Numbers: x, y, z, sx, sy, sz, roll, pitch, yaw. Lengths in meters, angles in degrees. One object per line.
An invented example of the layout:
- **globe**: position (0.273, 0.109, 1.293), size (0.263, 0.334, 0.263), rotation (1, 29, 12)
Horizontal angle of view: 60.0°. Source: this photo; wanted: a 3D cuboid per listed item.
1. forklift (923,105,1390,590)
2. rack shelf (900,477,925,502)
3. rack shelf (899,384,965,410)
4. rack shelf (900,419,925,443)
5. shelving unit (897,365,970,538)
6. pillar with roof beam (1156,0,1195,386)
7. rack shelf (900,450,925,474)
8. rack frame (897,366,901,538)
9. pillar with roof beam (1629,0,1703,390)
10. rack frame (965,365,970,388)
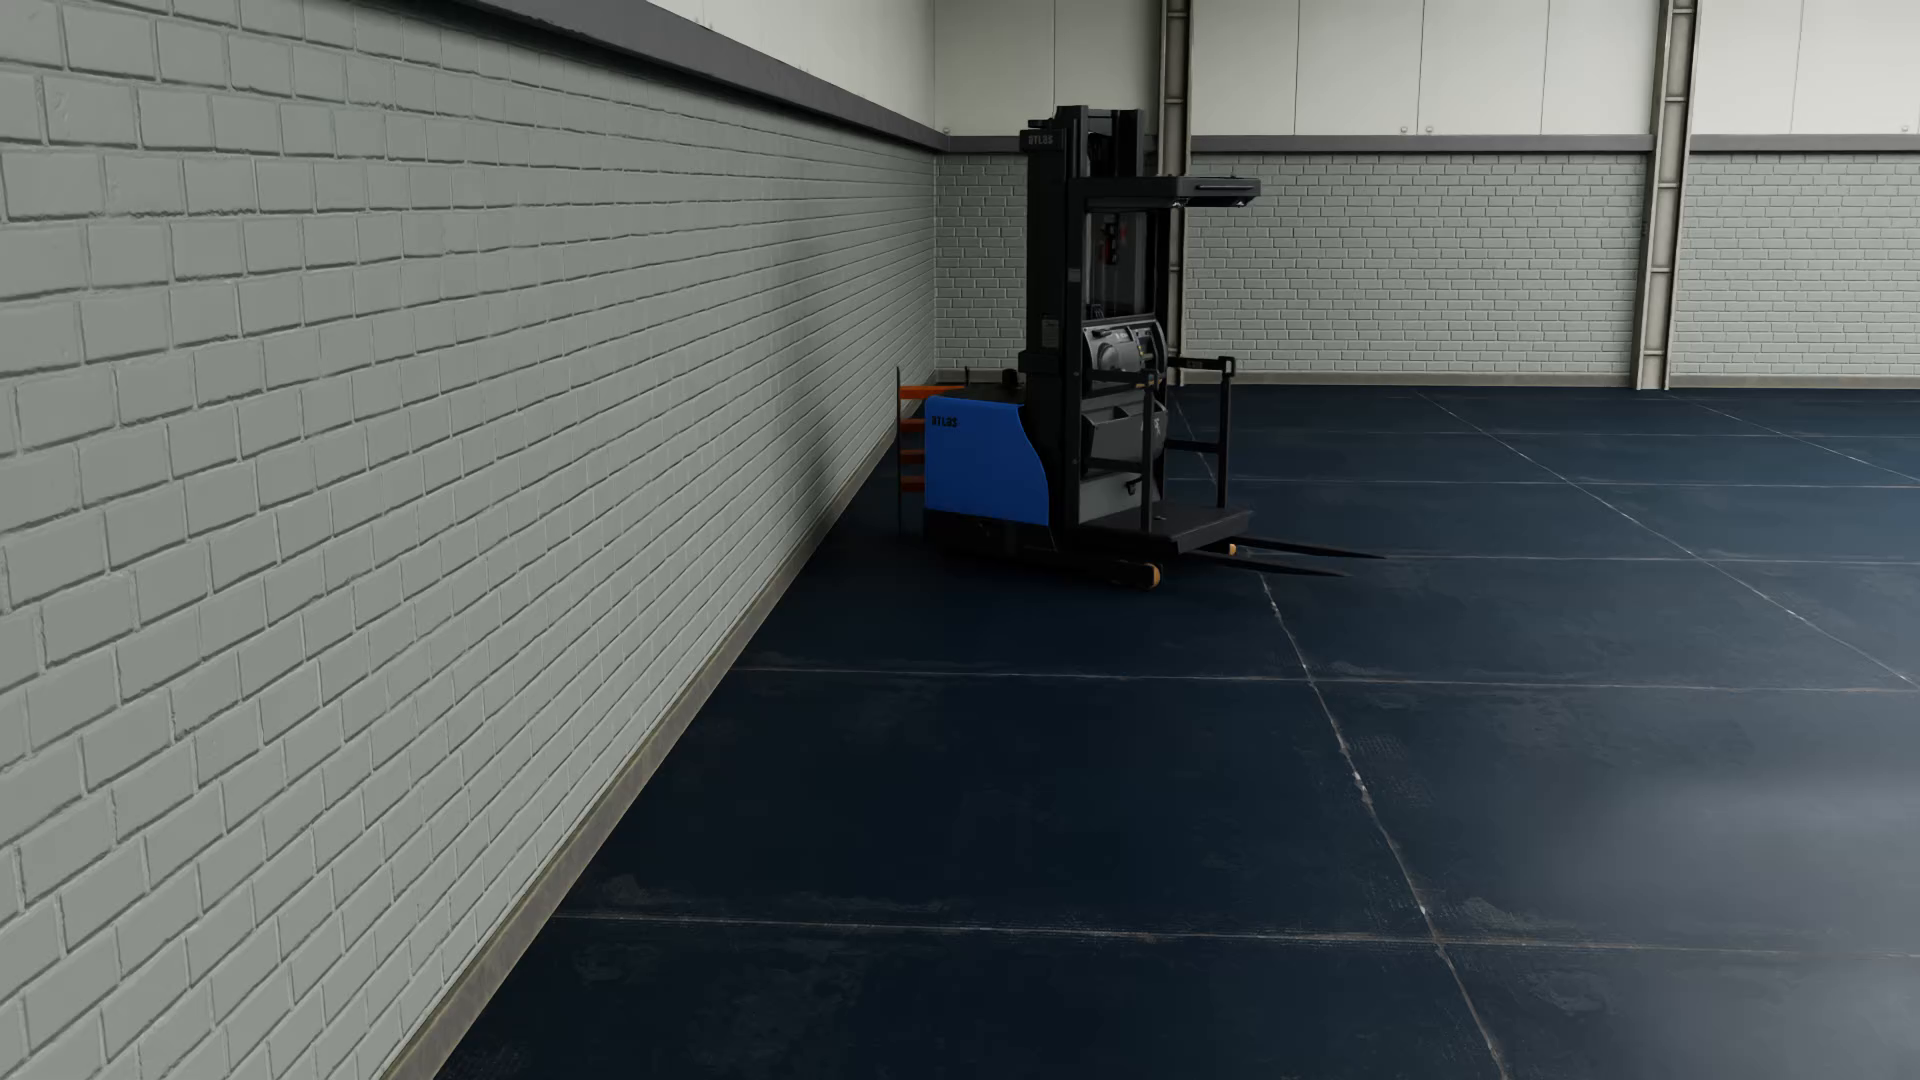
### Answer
- **forklift**: position (1.231, -1.249, 10.581), size (3.031, 2.935, 1.130), rotation (9, 15, 36)
- **rack shelf**: position (-0.192, -0.370, 11.904), size (0.480, 0.148, 0.258), rotation (-1, 12, -4)
- **rack shelf**: position (-0.192, -1.015, 11.769), size (0.480, 0.148, 0.258), rotation (-1, 12, -4)
- **rack shelf**: position (-0.192, -0.783, 11.818), size (0.480, 0.148, 0.258), rotation (-1, 12, -4)
- **shelving unit**: position (-0.192, -0.630, 11.850), size (0.503, 1.200, 0.258), rotation (-1, 12, -4)
- **pillar with roof beam**: position (2.367, -5.512, 16.139), size (0.400, 9.000, 9.100), rotation (1, 12, 4)
- **rack shelf**: position (-0.192, -0.564, 11.863), size (0.480, 0.148, 0.258), rotation (-1, 12, -4)
- **rack frame**: position (-0.436, -0.627, 11.834), size (0.015, 1.200, 0.240), rotation (-1, 12, -4)
- **pillar with roof beam**: position (8.353, -5.430, 15.747), size (0.400, 9.000, 9.100), rotation (1, 12, 4)
- **rack frame**: position (0.051, -0.633, 11.865), size (0.015, 1.200, 0.240), rotation (-1, 12, -4)
